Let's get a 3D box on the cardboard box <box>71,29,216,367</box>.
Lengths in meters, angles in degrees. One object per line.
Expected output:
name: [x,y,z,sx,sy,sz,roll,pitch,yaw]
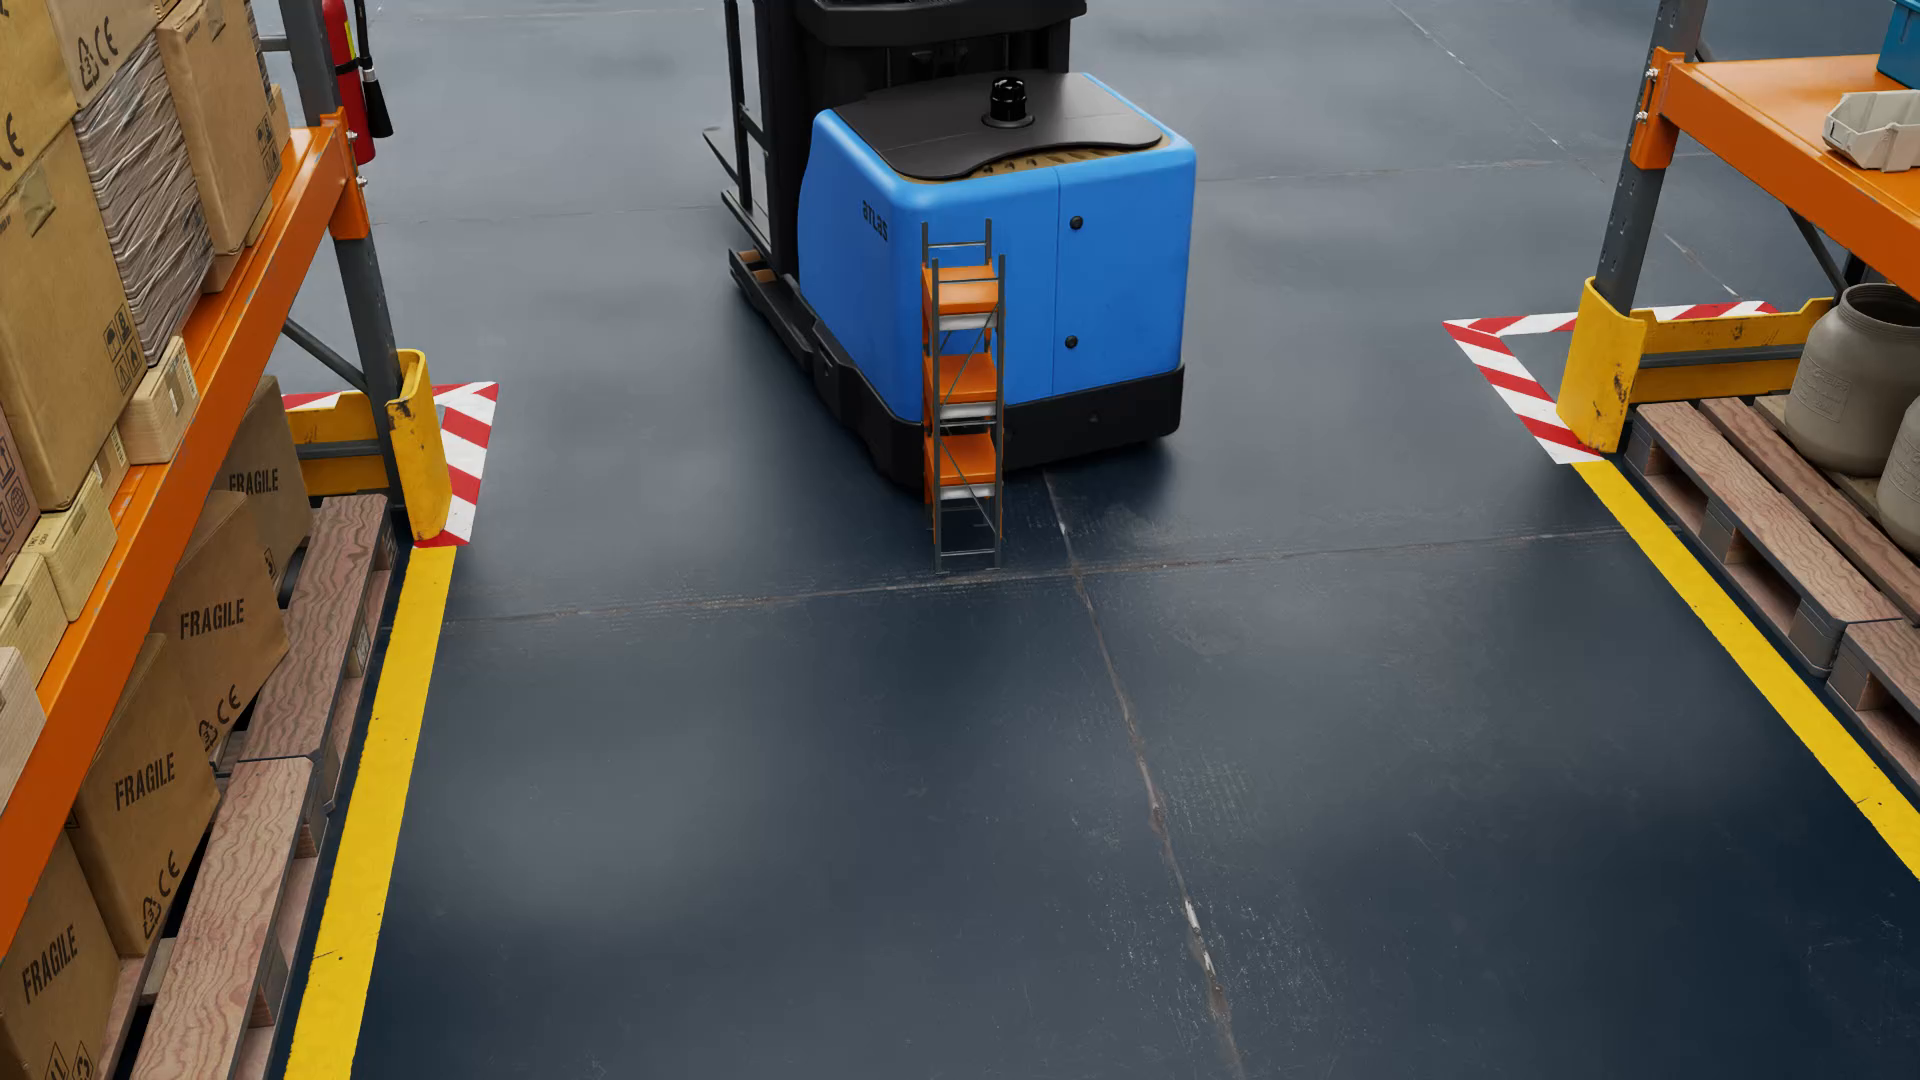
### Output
cardboard box: [-1.992,-0.639,3.171,0.875,0.500,0.500,-4,35,-6]

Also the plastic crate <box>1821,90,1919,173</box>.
plastic crate: [2.460,-1.078,4.403,0.298,0.136,0.250,-4,35,-6]

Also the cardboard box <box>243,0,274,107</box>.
cardboard box: [-2.203,-1.191,3.981,0.875,0.500,0.500,-4,35,-6]

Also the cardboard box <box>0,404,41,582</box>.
cardboard box: [-1.910,-0.077,2.346,0.875,0.500,0.500,-4,35,-6]

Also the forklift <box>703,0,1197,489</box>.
forklift: [-0.281,-2.197,5.872,1.130,2.935,3.031,-13,36,-19]

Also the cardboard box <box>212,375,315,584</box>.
cardboard box: [-2.182,-0.127,4.619,0.500,0.500,0.500,2,34,2]

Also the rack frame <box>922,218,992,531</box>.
rack frame: [-0.009,-0.472,5.010,0.200,1.050,0.008,-4,35,-6]

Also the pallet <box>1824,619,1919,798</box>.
pallet: [2.980,0.613,4.163,1.003,0.211,1.213,-4,35,-6]

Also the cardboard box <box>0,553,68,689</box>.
cardboard box: [-1.635,0.162,2.572,0.380,0.149,0.250,-4,35,-6]

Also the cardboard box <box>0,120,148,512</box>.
cardboard box: [-1.937,-0.359,2.760,0.875,0.500,0.500,-4,35,-6]

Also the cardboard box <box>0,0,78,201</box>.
cardboard box: [-1.734,-0.788,2.501,0.500,0.500,0.500,-4,35,-6]

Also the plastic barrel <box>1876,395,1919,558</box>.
plastic barrel: [2.890,-0.215,4.738,0.421,0.512,0.421,0,34,0]

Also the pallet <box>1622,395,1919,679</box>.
pallet: [2.819,-0.066,5.159,1.003,0.211,1.213,-4,35,-6]

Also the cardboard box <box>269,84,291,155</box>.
cardboard box: [-2.007,-1.089,4.407,0.380,0.149,0.250,-4,35,-6]

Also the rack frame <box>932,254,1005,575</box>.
rack frame: [0.024,-0.336,4.811,0.200,1.050,0.008,-4,35,-6]

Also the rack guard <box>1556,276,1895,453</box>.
rack guard: [2.715,-0.639,5.744,1.175,0.500,0.348,-4,35,-6]

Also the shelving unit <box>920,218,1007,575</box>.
shelving unit: [0.007,-0.404,4.911,0.215,1.050,0.252,-4,35,-6]

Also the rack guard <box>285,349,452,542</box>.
rack guard: [-2.239,-0.260,5.188,1.175,0.500,0.348,-4,35,-6]

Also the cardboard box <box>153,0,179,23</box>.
cardboard box: [-1.858,-1.346,3.321,0.500,0.500,0.500,-4,35,-6]

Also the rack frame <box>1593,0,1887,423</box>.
rack frame: [2.658,-1.711,5.097,1.000,3.000,0.127,-4,35,-6]

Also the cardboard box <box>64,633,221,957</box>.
cardboard box: [-2.002,0.555,3.619,0.500,0.500,0.500,-1,34,-2]

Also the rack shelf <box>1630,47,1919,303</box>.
rack shelf: [2.927,-0.298,3.662,1.077,0.370,4.000,-4,35,-6]

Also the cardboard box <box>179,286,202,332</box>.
cardboard box: [-1.878,-0.530,3.587,0.380,0.149,0.250,-4,35,-6]

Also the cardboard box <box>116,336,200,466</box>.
cardboard box: [-1.701,-0.259,3.190,0.380,0.149,0.250,-4,35,-6]

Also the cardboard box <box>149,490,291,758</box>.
cardboard box: [-2.068,0.204,4.133,0.500,0.500,0.500,4,35,6]

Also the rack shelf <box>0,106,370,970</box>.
rack shelf: [-1.981,0.078,3.111,1.077,0.370,4.000,-4,35,-6]

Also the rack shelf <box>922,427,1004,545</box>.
rack shelf: [0.007,-0.166,5.073,0.215,0.259,0.240,-4,35,-6]

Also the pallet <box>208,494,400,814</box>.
pallet: [-2.165,0.315,4.600,1.003,0.211,1.213,-4,35,-6]

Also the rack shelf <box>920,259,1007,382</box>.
rack shelf: [0.007,-0.630,4.757,0.215,0.259,0.240,-4,35,-6]

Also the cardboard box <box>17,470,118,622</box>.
cardboard box: [-1.657,0.021,2.778,0.380,0.149,0.250,-4,35,-6]

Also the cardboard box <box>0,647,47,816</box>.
cardboard box: [-1.560,0.298,2.372,0.380,0.149,0.250,-4,35,-6]

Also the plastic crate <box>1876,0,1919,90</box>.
plastic crate: [3.022,-1.393,4.762,0.499,0.251,0.616,-4,35,-6]

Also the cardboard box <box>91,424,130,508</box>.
cardboard box: [-1.736,-0.115,2.978,0.380,0.149,0.250,-4,35,-6]

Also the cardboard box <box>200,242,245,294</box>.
cardboard box: [-1.871,-0.673,3.797,0.380,0.149,0.250,-4,35,-6]

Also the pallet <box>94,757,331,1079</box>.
pallet: [-2.004,0.994,3.604,1.003,0.211,1.213,-4,35,-6]

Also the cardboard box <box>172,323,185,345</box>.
cardboard box: [-1.822,-0.392,3.385,0.380,0.149,0.250,-4,35,-6]

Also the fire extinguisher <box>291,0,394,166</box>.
fire extinguisher: [-1.808,-1.403,4.713,0.296,0.674,0.183,-4,35,-6]

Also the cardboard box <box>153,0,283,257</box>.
cardboard box: [-2.017,-0.921,3.585,0.875,0.500,0.500,-4,35,-6]

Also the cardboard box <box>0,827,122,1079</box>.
cardboard box: [-1.972,0.870,3.157,0.500,0.500,0.500,-7,35,-11]

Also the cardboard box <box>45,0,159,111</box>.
cardboard box: [-1.793,-1.067,2.912,0.500,0.500,0.500,-4,35,-6]

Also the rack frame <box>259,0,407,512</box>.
rack frame: [-2.250,-1.336,4.547,1.000,3.000,0.127,-4,35,-6]

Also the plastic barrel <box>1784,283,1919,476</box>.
plastic barrel: [2.823,-0.495,5.149,0.421,0.512,0.421,0,34,0]

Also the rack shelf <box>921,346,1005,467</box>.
rack shelf: [0.007,-0.395,4.916,0.215,0.259,0.240,-4,35,-6]

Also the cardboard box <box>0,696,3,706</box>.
cardboard box: [-1.743,0.195,1.948,0.875,0.500,0.500,-4,35,-6]

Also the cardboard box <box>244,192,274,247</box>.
cardboard box: [-1.889,-0.813,4.003,0.380,0.149,0.250,-4,35,-6]
